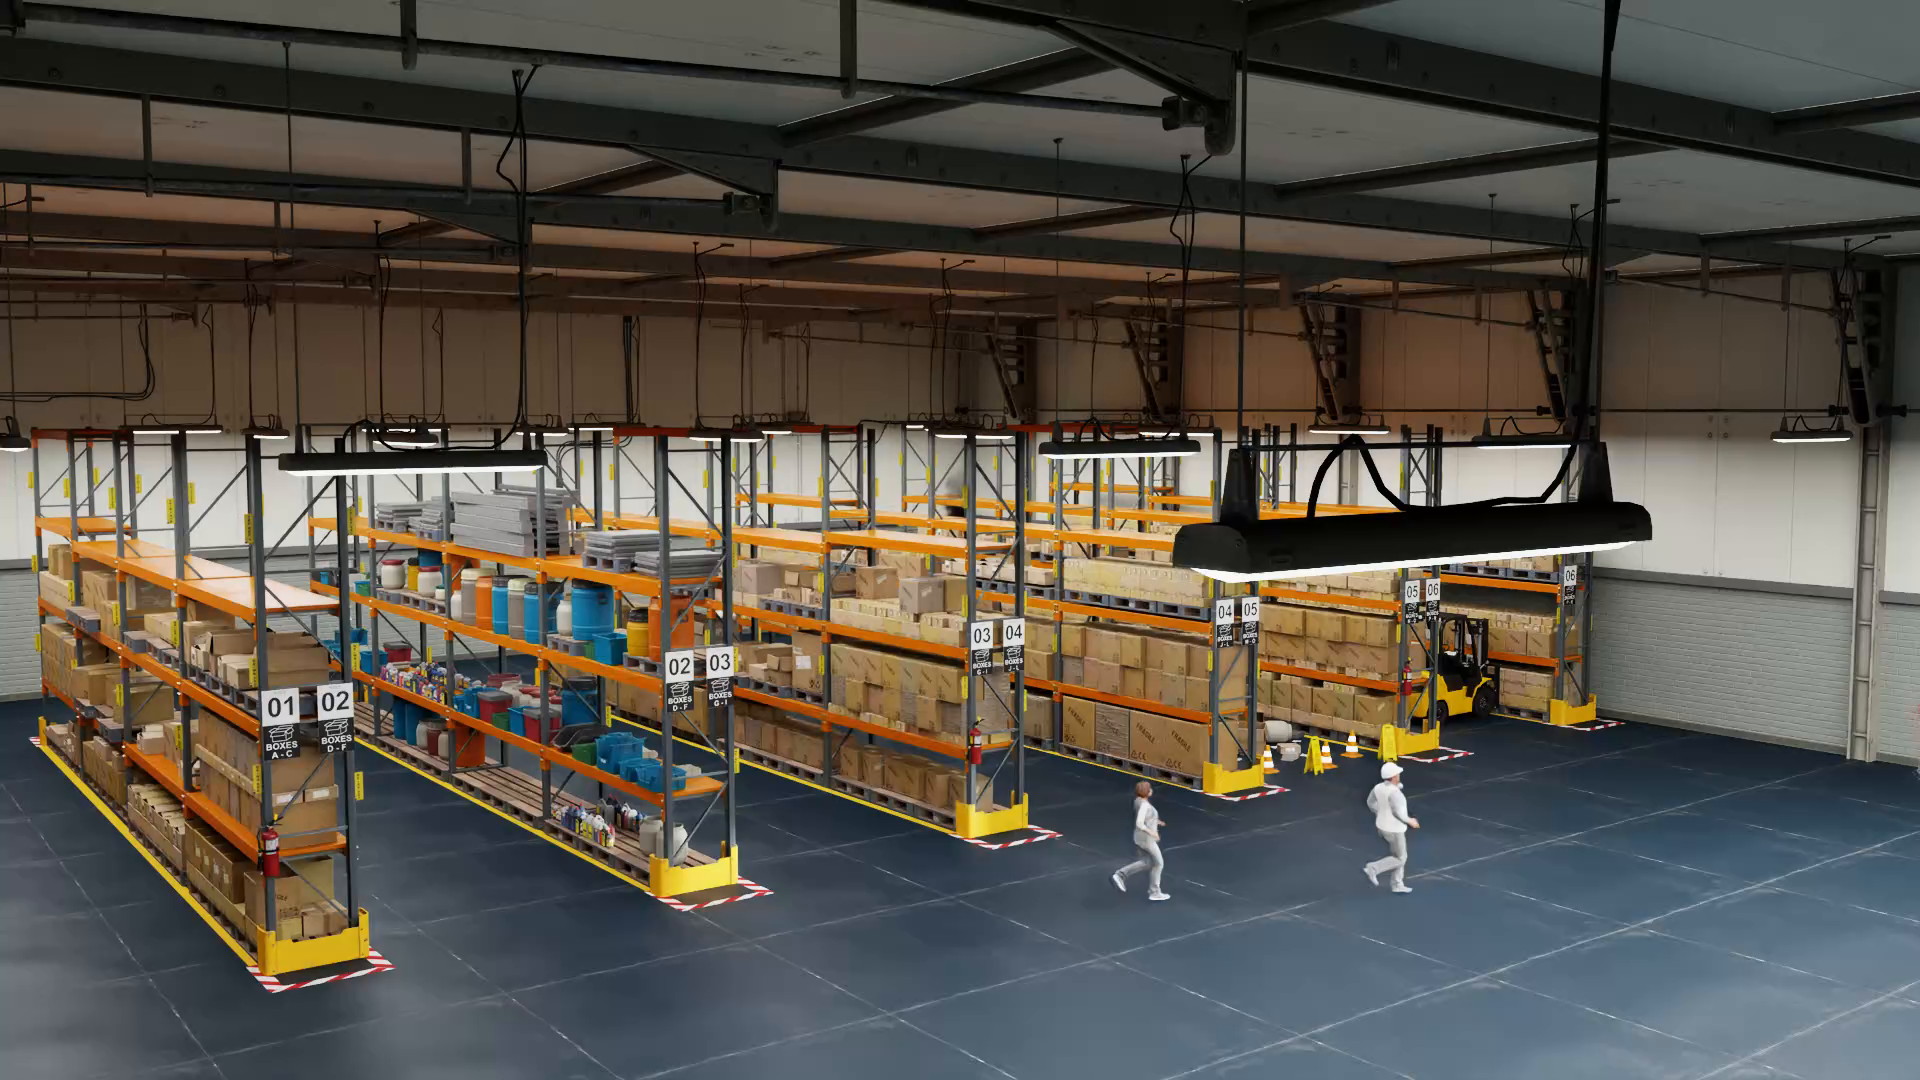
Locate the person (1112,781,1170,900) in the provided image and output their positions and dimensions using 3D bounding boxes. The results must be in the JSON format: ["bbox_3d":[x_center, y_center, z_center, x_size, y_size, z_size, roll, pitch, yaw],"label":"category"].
[{"bbox_3d":[2.345,3.869,21.384,0.743,1.561,0.546,-1,5,-9],"label":"person"}]

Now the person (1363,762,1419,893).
[{"bbox_3d":[5.585,3.771,21.708,0.756,1.750,0.663,-1,5,-14],"label":"person"}]

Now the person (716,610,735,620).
[{"bbox_3d":[-5.853,2.238,41.284,0.700,1.761,0.688,4,6,38],"label":"person"}]
